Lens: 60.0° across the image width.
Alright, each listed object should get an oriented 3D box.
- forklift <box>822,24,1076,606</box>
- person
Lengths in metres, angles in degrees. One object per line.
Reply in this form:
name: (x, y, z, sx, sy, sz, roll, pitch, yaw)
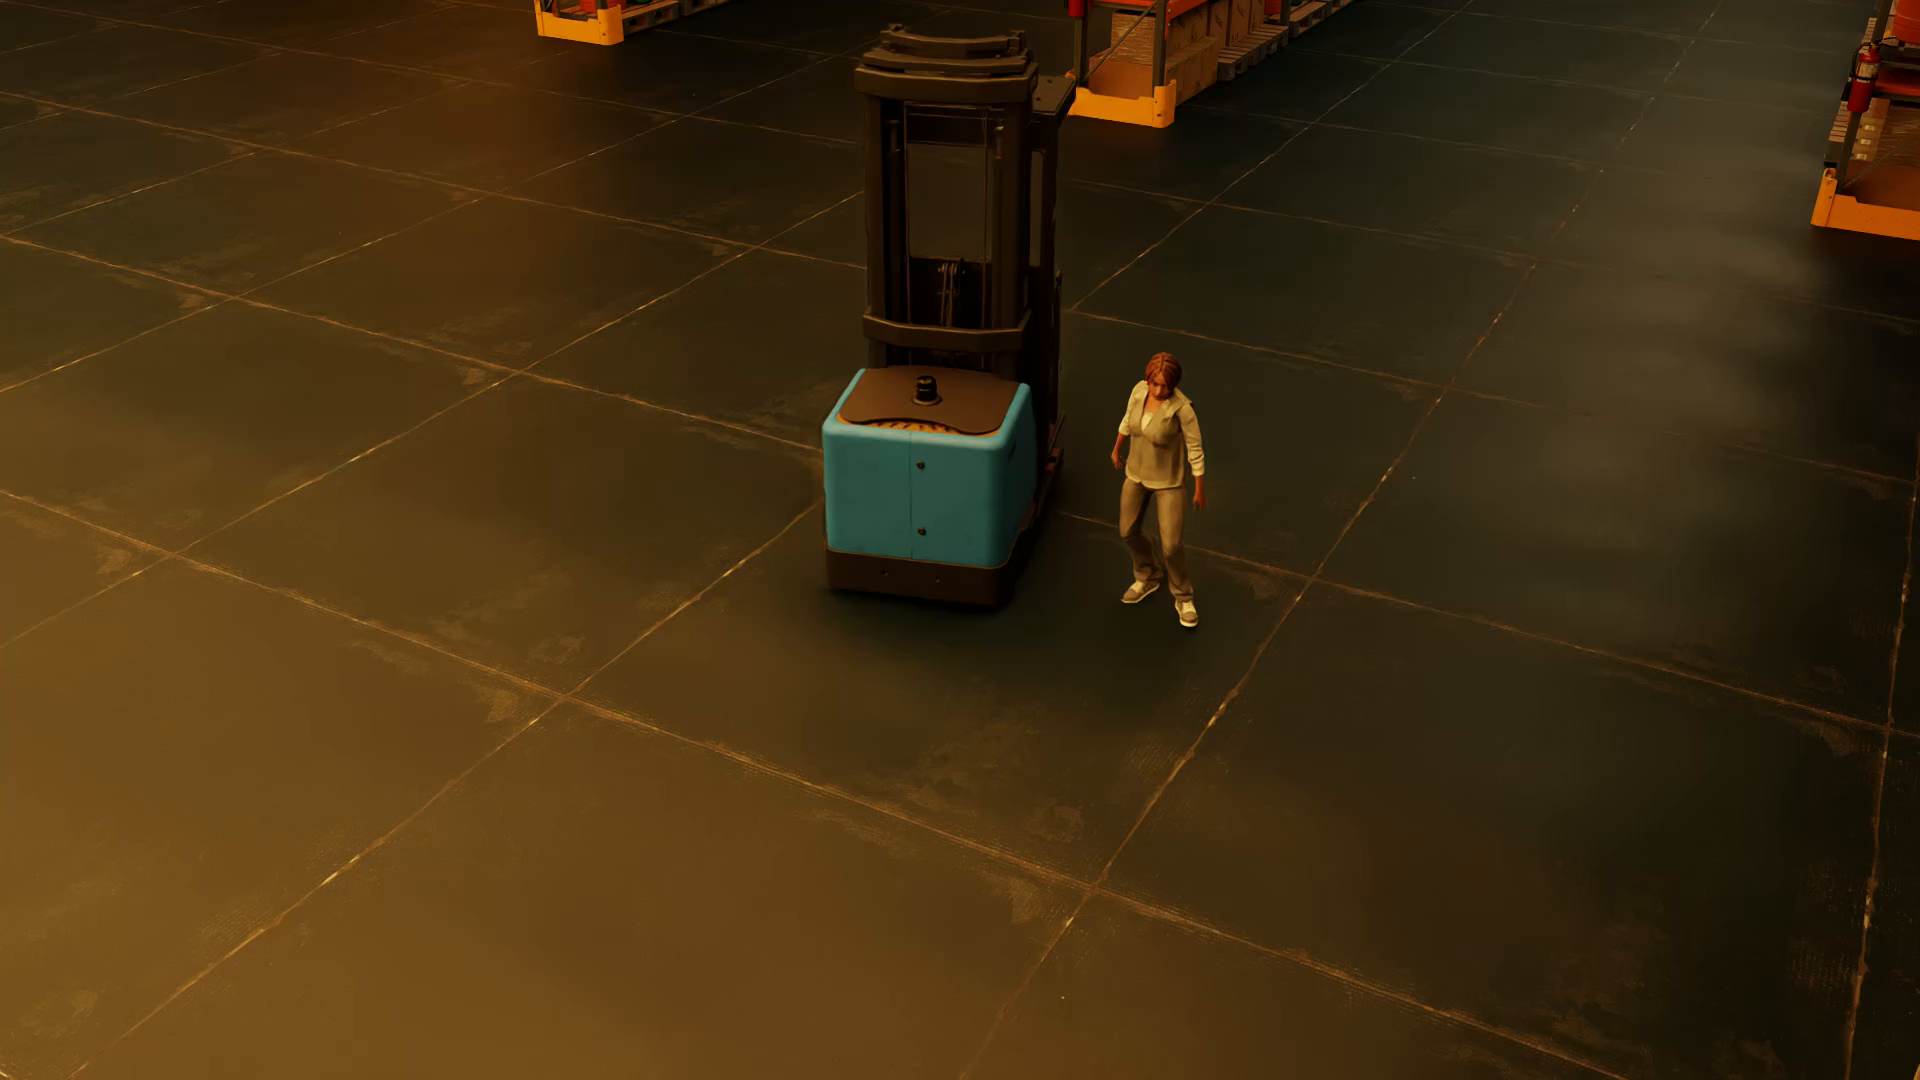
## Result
forklift: (0.053, -1.628, 9.891, 1.130, 2.935, 3.031, 6, 31, 11)
person: (1.064, -0.314, 9.016, 0.721, 1.562, 0.350, 25, 38, 36)
